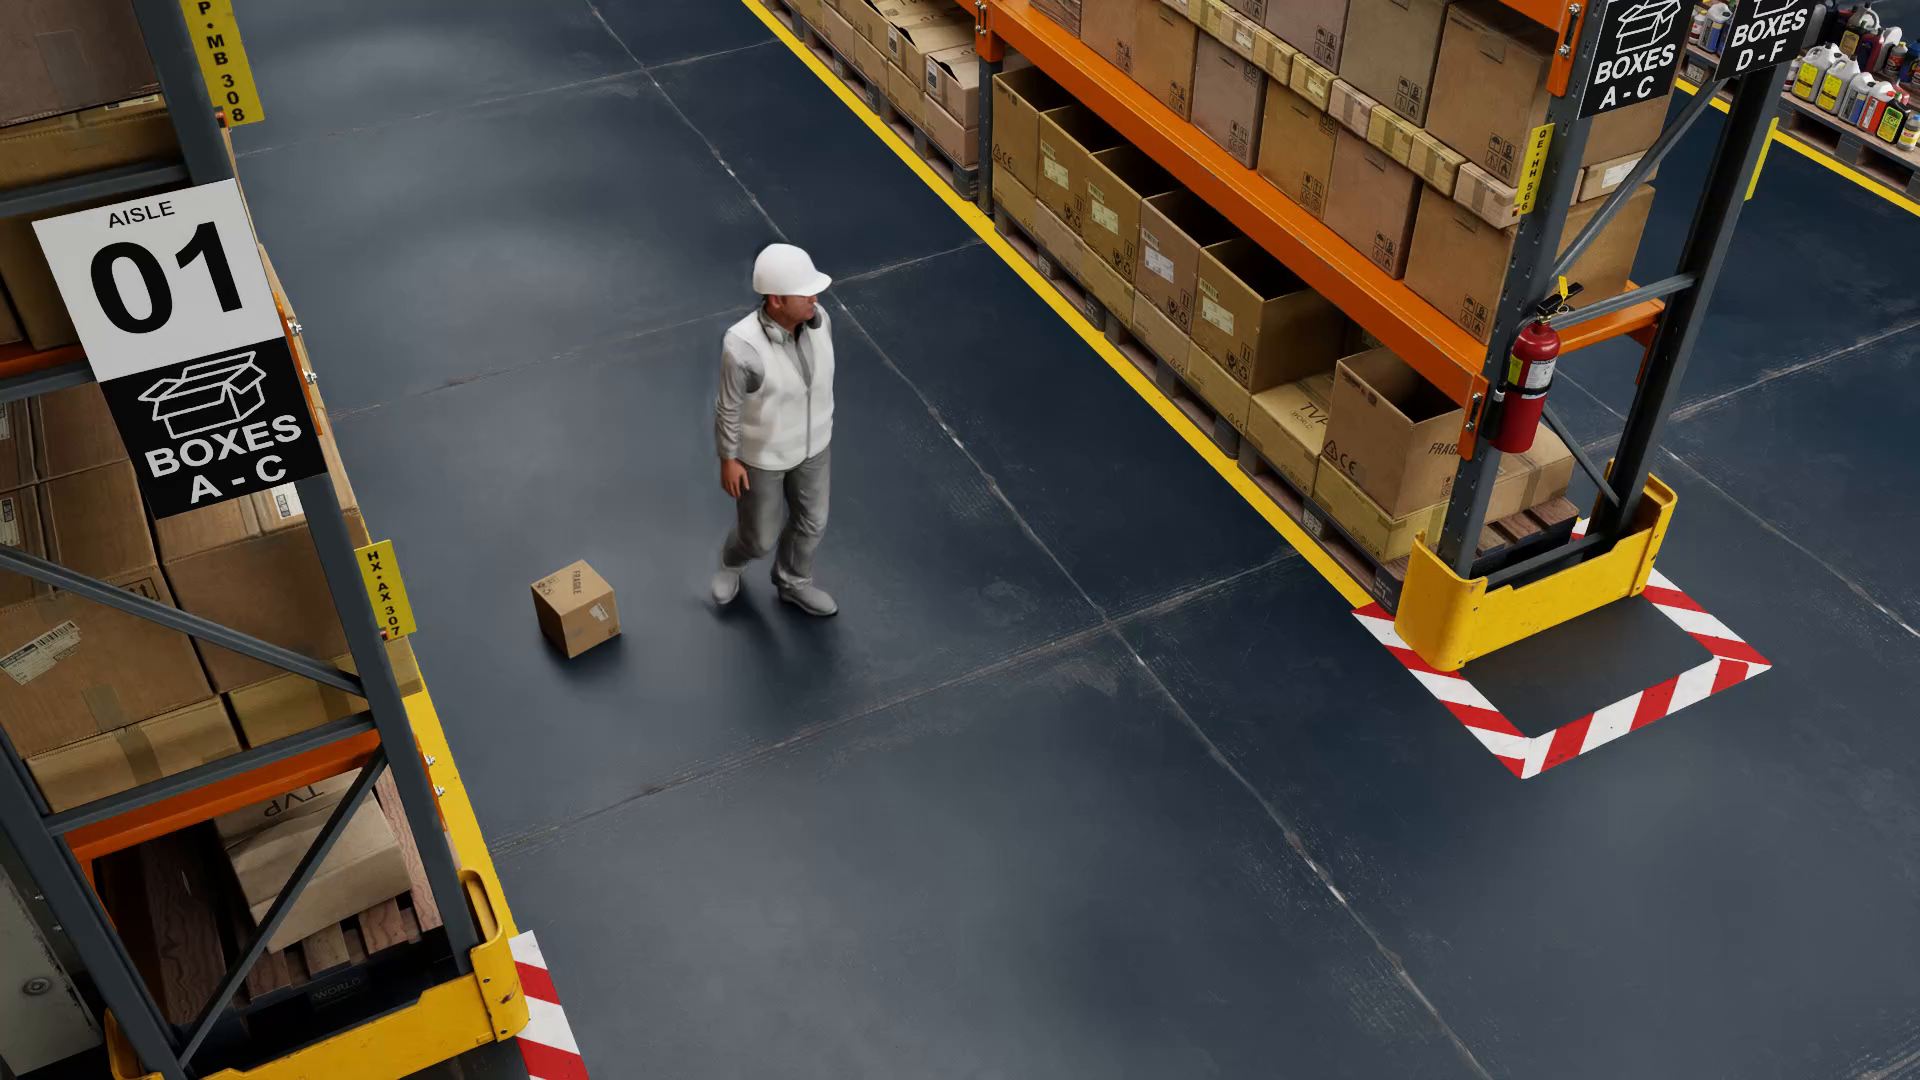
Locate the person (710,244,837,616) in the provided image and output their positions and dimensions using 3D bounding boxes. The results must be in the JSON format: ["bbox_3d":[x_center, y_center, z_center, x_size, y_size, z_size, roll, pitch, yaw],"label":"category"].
[{"bbox_3d":[-0.759,-0.424,6.626,0.584,1.763,0.571,-32,50,-32],"label":"person"}]
